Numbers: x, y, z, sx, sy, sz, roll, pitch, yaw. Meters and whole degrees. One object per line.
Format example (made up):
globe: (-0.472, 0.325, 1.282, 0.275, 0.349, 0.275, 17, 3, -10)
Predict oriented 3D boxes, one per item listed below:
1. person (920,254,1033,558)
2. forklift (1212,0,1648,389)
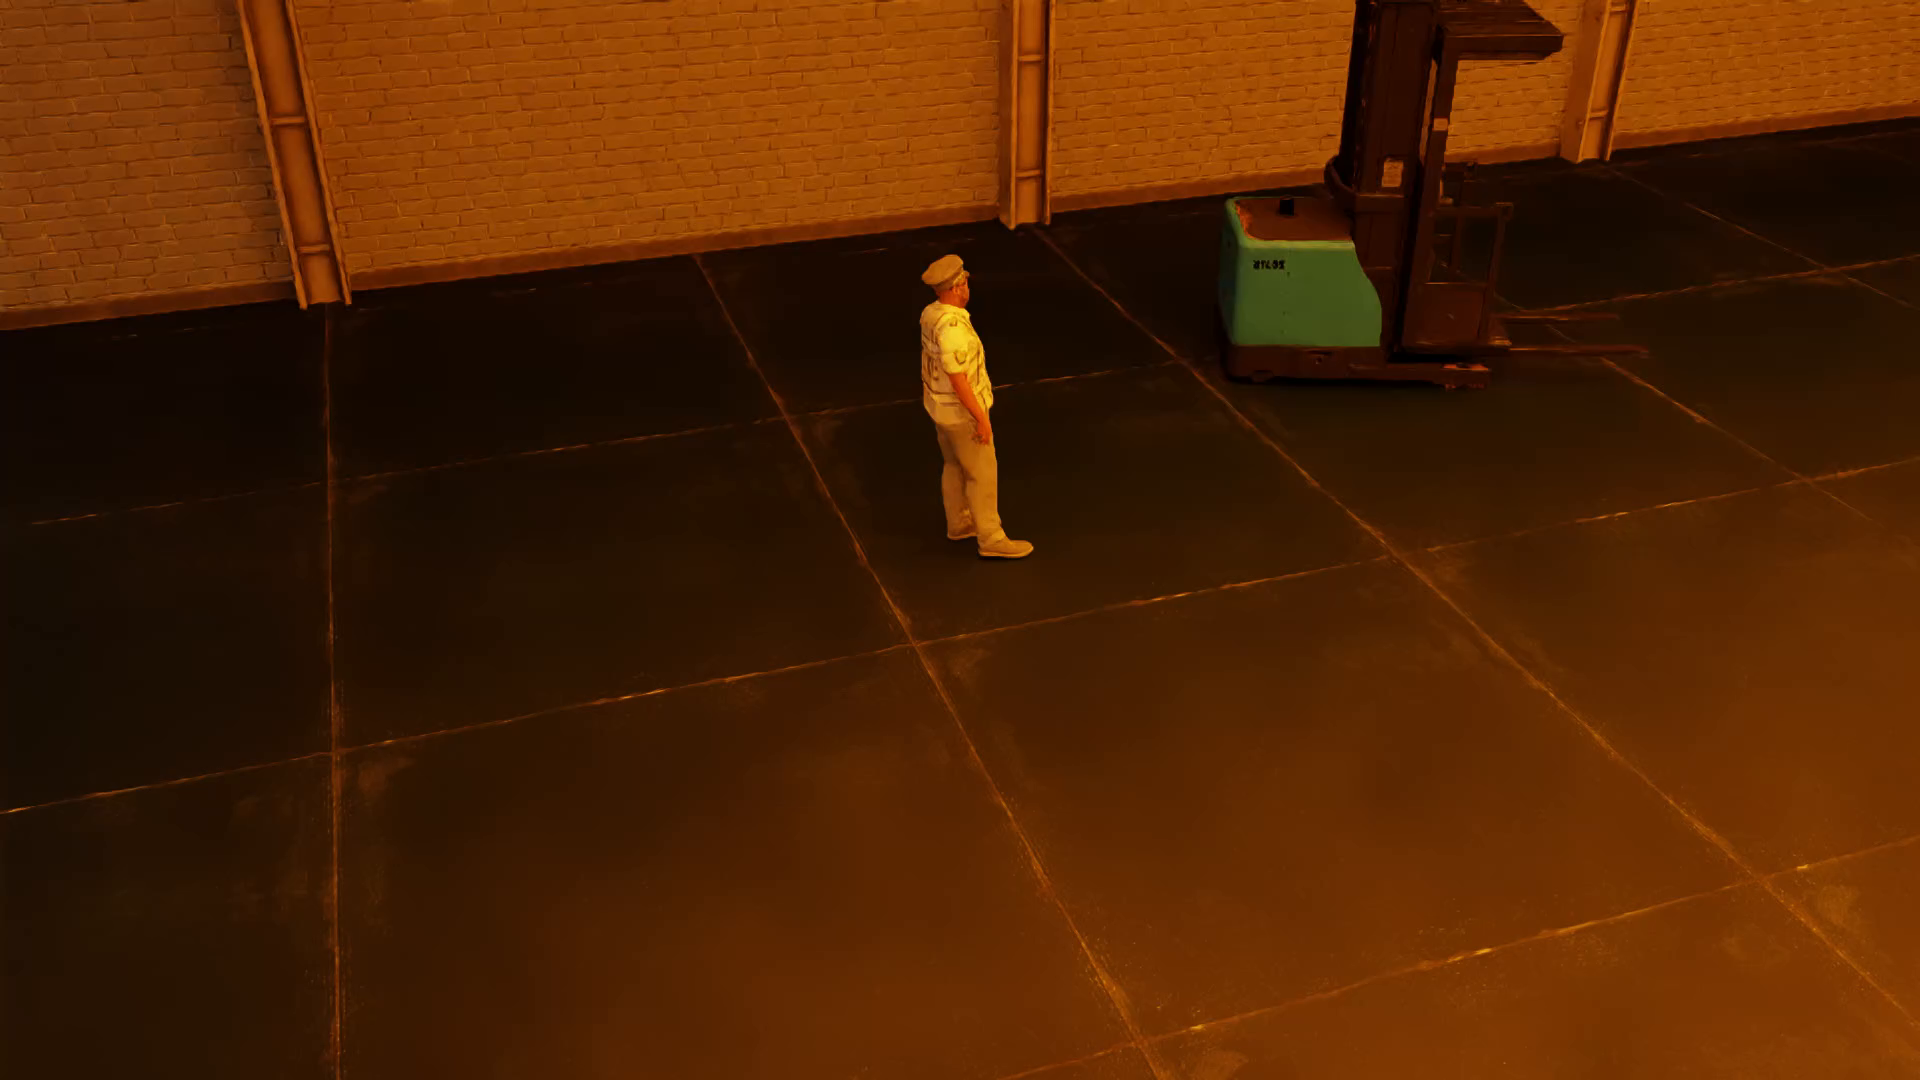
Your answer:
person: (0.078, -0.785, 9.590, 0.574, 1.778, 0.640, -10, 31, -16)
forklift: (3.437, -2.624, 11.648, 3.031, 2.935, 1.130, 1, 30, 1)
